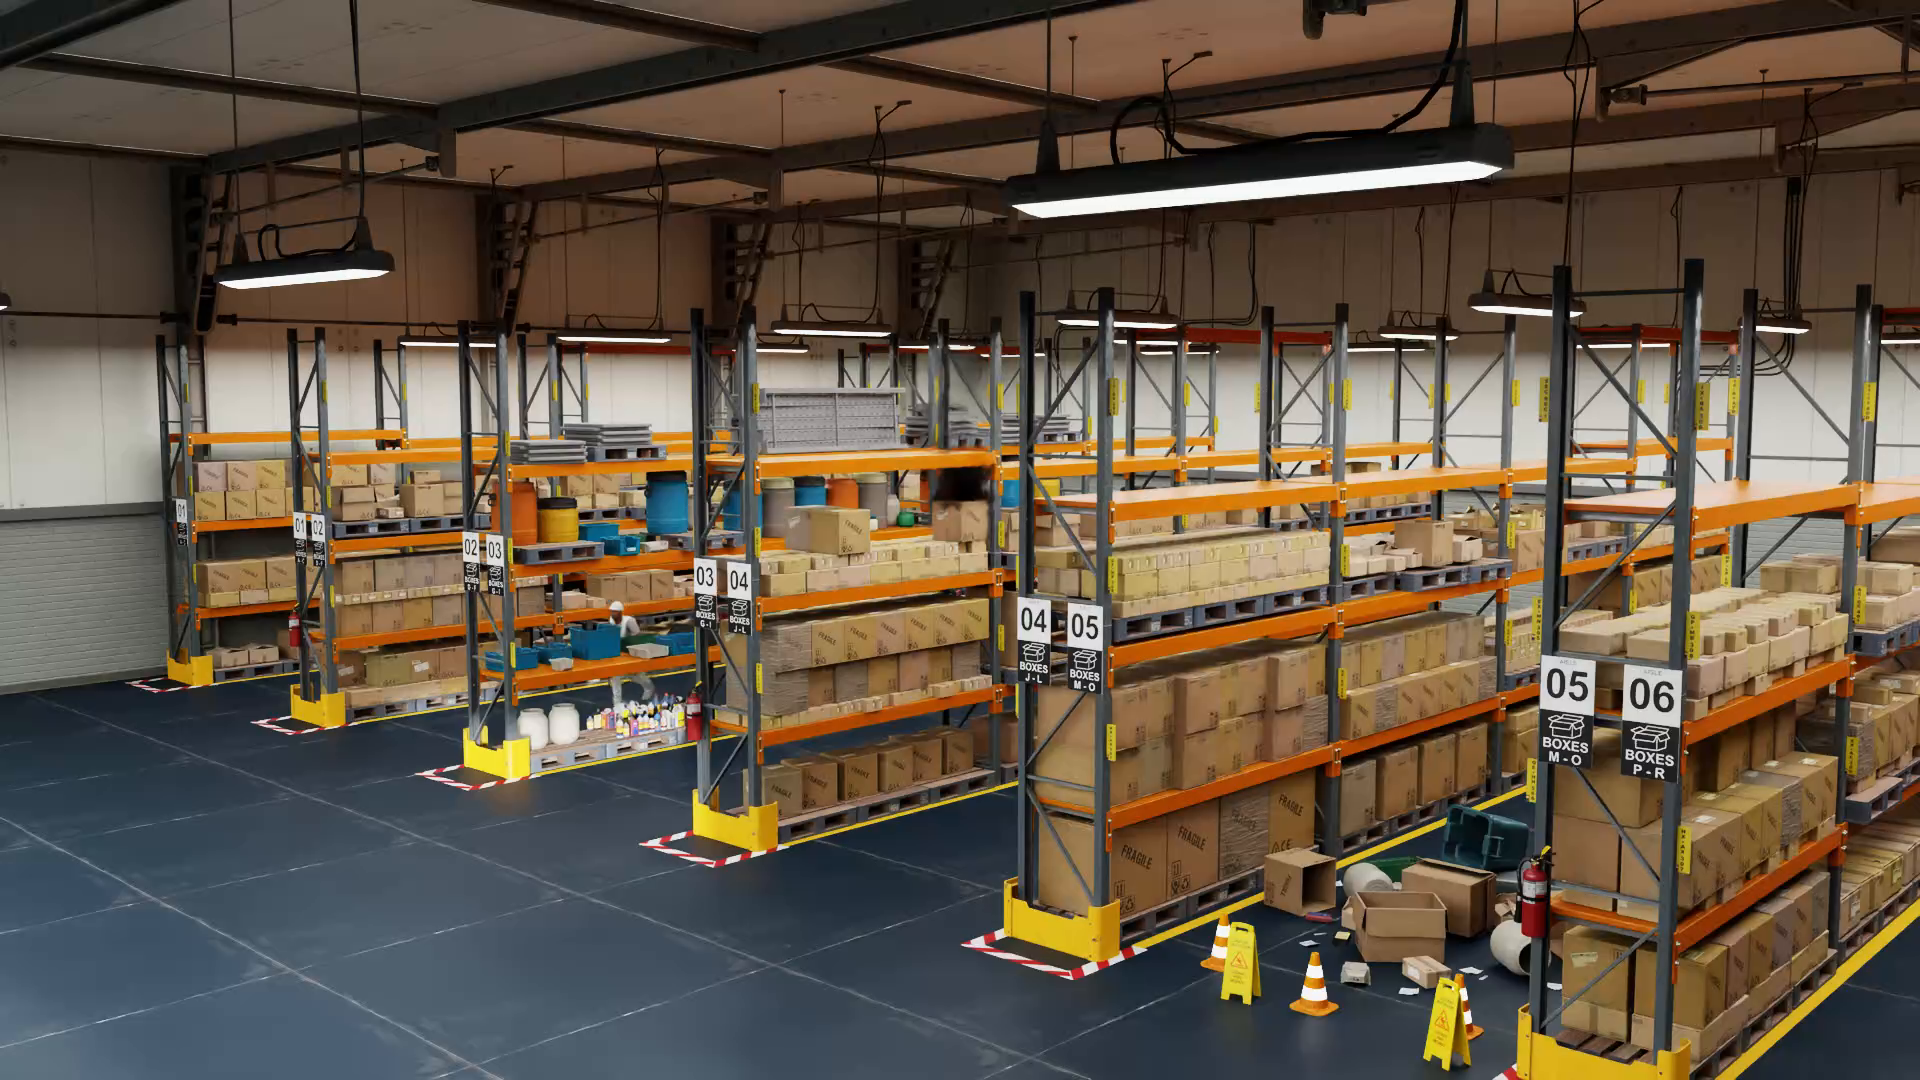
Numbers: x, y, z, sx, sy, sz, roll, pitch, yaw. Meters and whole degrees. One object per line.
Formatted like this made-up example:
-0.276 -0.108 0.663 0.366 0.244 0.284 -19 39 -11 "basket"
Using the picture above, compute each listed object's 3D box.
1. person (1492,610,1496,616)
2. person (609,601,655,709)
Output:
8.390 1.906 25.580 0.661 1.769 0.914 4 7 39 "person"
-5.253 1.833 26.531 0.703 1.786 0.992 3 6 32 "person"
